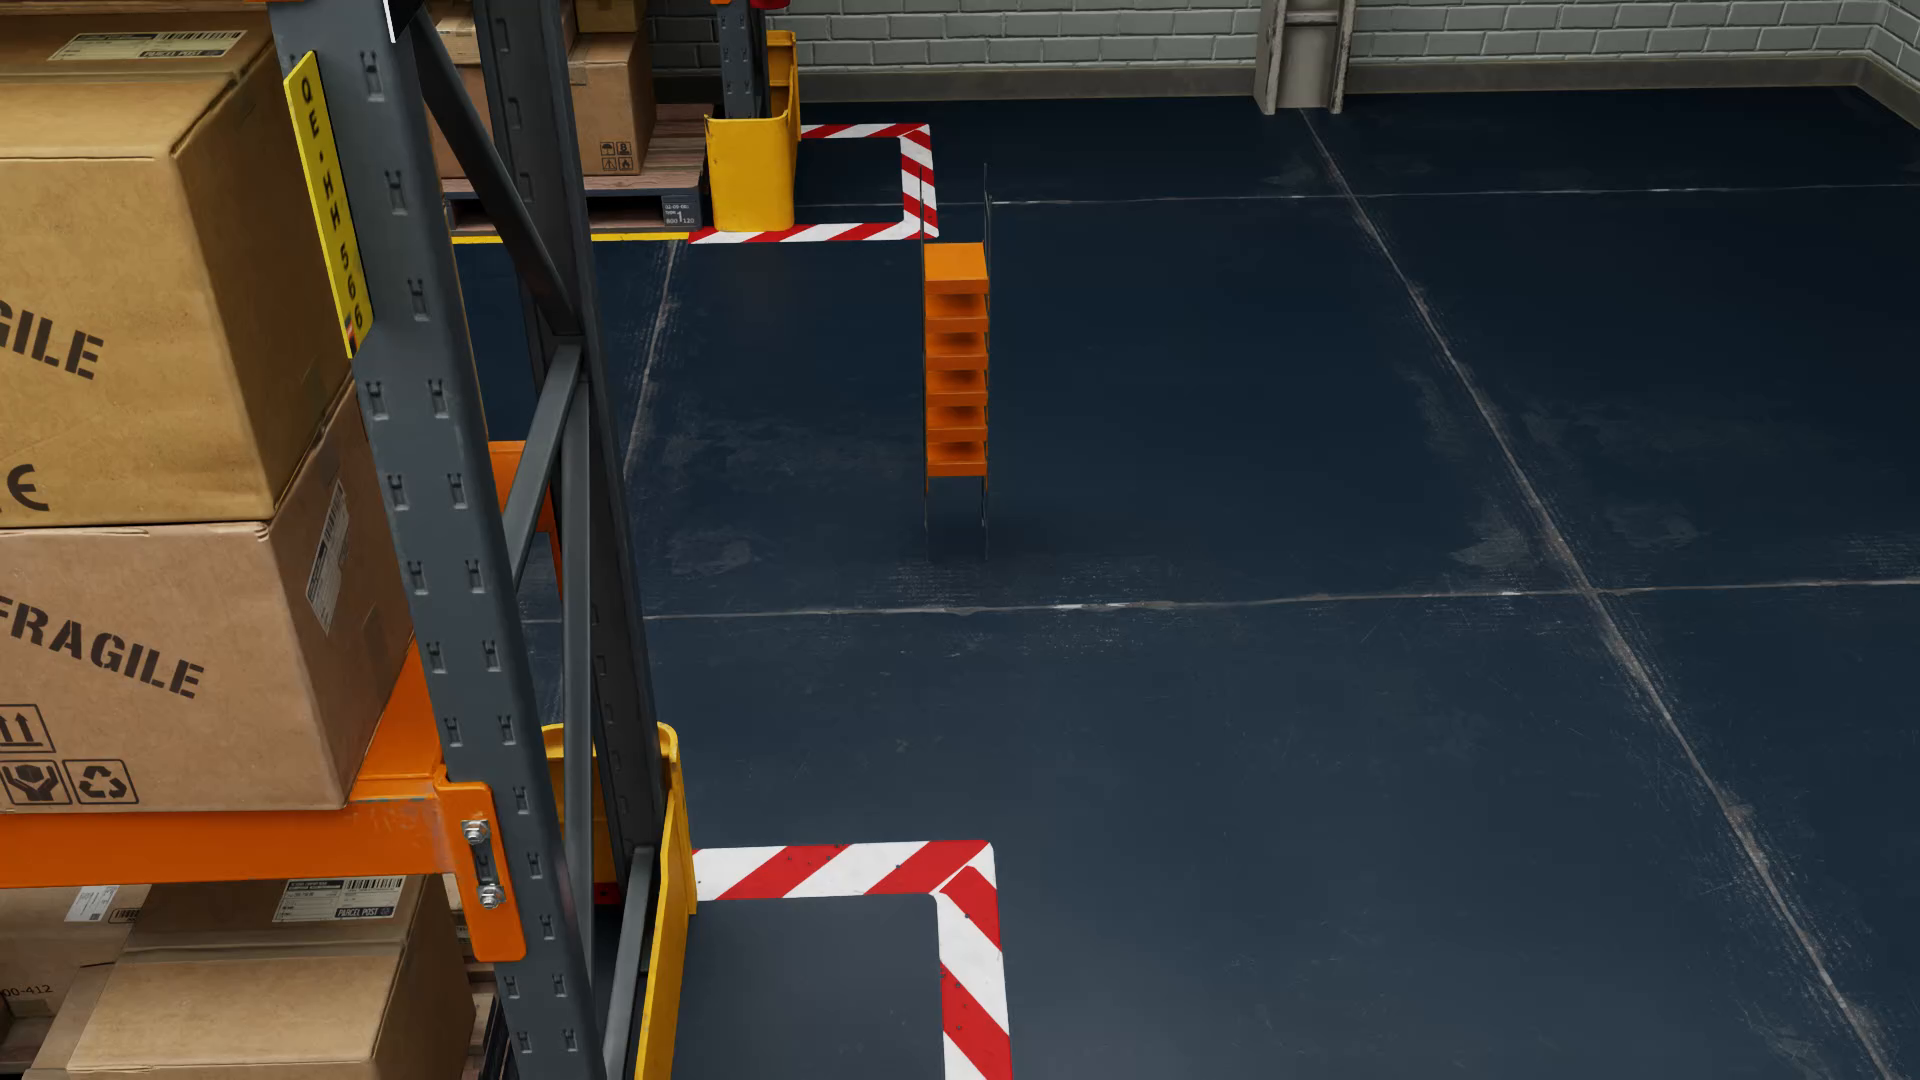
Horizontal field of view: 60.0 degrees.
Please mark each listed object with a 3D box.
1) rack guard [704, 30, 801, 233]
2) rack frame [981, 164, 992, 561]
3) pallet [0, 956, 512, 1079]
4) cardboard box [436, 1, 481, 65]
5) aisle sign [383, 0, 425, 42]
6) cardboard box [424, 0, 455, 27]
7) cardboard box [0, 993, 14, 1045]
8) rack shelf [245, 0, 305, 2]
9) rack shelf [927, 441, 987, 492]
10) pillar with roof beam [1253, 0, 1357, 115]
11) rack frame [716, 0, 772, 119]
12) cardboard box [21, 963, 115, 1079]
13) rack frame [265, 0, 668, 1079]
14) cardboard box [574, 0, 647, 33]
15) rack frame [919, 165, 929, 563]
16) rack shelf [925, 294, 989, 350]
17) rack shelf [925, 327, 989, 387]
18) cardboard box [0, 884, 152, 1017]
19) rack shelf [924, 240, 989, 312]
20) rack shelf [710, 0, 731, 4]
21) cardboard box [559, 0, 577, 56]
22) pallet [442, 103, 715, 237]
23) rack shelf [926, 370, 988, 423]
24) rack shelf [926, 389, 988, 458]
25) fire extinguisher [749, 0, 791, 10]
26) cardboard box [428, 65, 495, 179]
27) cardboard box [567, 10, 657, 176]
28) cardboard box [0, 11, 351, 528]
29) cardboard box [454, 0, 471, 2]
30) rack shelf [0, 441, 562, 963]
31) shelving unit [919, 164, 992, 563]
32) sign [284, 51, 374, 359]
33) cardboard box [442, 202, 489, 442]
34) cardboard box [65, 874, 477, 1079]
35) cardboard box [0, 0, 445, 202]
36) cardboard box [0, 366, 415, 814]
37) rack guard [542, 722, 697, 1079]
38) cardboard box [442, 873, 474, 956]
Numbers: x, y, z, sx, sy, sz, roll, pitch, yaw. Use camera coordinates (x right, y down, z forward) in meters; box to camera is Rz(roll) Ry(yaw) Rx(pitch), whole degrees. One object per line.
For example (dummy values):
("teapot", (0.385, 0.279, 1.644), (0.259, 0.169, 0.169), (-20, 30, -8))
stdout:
("rack guard", (-0.919, -1.866, 7.507), (0.348, 0.500, 1.175), (-2, 35, -2))
("rack frame", (0.077, -0.495, 4.912), (0.006, 1.200, 0.240), (-2, 35, -2))
("pallet", (-1.577, 1.093, 3.485), (1.213, 0.211, 1.003), (-2, 35, -2))
("cardboard box", (-2.013, -2.115, 6.927), (0.250, 0.149, 0.380), (-1, 35, -1))
("aisle sign", (-0.623, -0.974, 1.737), (0.004, 0.787, 0.394), (-2, 35, -2))
("cardboard box", (-2.278, -2.326, 7.232), (0.250, 0.149, 0.380), (-1, 35, -2))
("cardboard box", (-2.187, 1.035, 3.148), (0.500, 0.250, 0.500), (-2, 35, -2))
("rack shelf", (-2.703, -0.961, 1.999), (4.000, 0.370, 1.077), (-2, 35, -2))
("rack shelf", (-0.014, -0.259, 5.070), (0.180, 0.103, 0.258), (-2, 35, -2))
("pillar with roof beam", (1.916, -3.477, 2.367), (0.400, 9.000, 9.100), (-2, 35, -2))
("rack frame", (-0.943, -2.893, 6.795), (0.127, 3.000, 1.000), (-2, 35, -2))
("cardboard box", (-1.645, 1.021, 3.242), (0.250, 0.166, 0.380), (-2, 35, -2))
("rack frame", (-0.705, -0.077, 2.726), (0.127, 3.000, 1.000), (-2, 35, -2))
("cardboard box", (-1.523, -2.346, 7.262), (0.250, 0.149, 0.380), (-1, 35, -2))
("rack frame", (-0.106, -0.491, 4.904), (0.006, 1.200, 0.240), (-2, 35, -2))
("rack shelf", (-0.014, -0.654, 4.797), (0.180, 0.103, 0.258), (-2, 35, -2))
("rack shelf", (-0.014, -0.555, 4.865), (0.180, 0.103, 0.258), (-2, 35, -2))
("cardboard box", (-1.761, 0.739, 3.576), (0.500, 0.250, 0.500), (-2, 35, -2))
("rack shelf", (-0.014, -0.752, 4.728), (0.180, 0.103, 0.258), (-2, 35, -2))
("rack shelf", (-2.941, -2.544, 6.922), (4.000, 0.370, 1.077), (-2, 35, -2))
("cardboard box", (-1.758, -2.122, 6.938), (0.250, 0.149, 0.380), (-2, 35, -3))
("pallet", (-1.738, -1.681, 7.493), (1.213, 0.211, 1.003), (-2, 35, -2))
("rack shelf", (-0.014, -0.456, 4.933), (0.180, 0.103, 0.258), (-2, 35, -2))
("rack shelf", (-0.014, -0.358, 5.002), (0.180, 0.103, 0.258), (-2, 35, -2))
("fire extinguisher", (-0.771, -2.450, 6.550), (0.183, 0.674, 0.296), (-2, 35, -2))
("cardboard box", (-2.138, -1.949, 7.258), (0.500, 0.500, 0.700), (-2, 35, -2))
("cardboard box", (-1.638, -1.962, 7.277), (0.500, 0.500, 0.700), (-2, 35, -2))
("cardboard box", (-1.137, -0.361, 2.170), (0.500, 0.500, 0.500), (-2, 35, -3))
("cardboard box", (-2.028, -2.332, 7.241), (0.250, 0.149, 0.380), (-1, 35, -2))
("rack shelf", (-2.703, 0.272, 2.853), (4.000, 0.370, 1.077), (-2, 35, -2))
("shelving unit", (-0.014, -0.493, 4.908), (0.189, 1.200, 0.258), (-2, 35, -2))
("sign", (-0.699, -0.368, 1.850), (0.005, 0.325, 0.100), (-2, 35, -2))
("cardboard box", (-1.161, -0.257, 2.897), (0.500, 0.500, 0.500), (-1, 35, -1))
("cardboard box", (-1.237, 0.924, 3.089), (0.500, 0.500, 0.500), (-2, 35, -2))
("cardboard box", (-1.161, -0.668, 2.612), (0.500, 0.500, 0.500), (-1, 35, -1))
("cardboard box", (-1.140, 0.048, 2.457), (0.500, 0.500, 0.500), (-1, 35, -1))
("rack guard", (-0.781, 0.952, 3.434), (0.348, 0.500, 1.175), (-2, 35, -2))
("cardboard box", (-1.140, 0.730, 3.678), (0.250, 0.149, 0.380), (-2, 35, -2))
